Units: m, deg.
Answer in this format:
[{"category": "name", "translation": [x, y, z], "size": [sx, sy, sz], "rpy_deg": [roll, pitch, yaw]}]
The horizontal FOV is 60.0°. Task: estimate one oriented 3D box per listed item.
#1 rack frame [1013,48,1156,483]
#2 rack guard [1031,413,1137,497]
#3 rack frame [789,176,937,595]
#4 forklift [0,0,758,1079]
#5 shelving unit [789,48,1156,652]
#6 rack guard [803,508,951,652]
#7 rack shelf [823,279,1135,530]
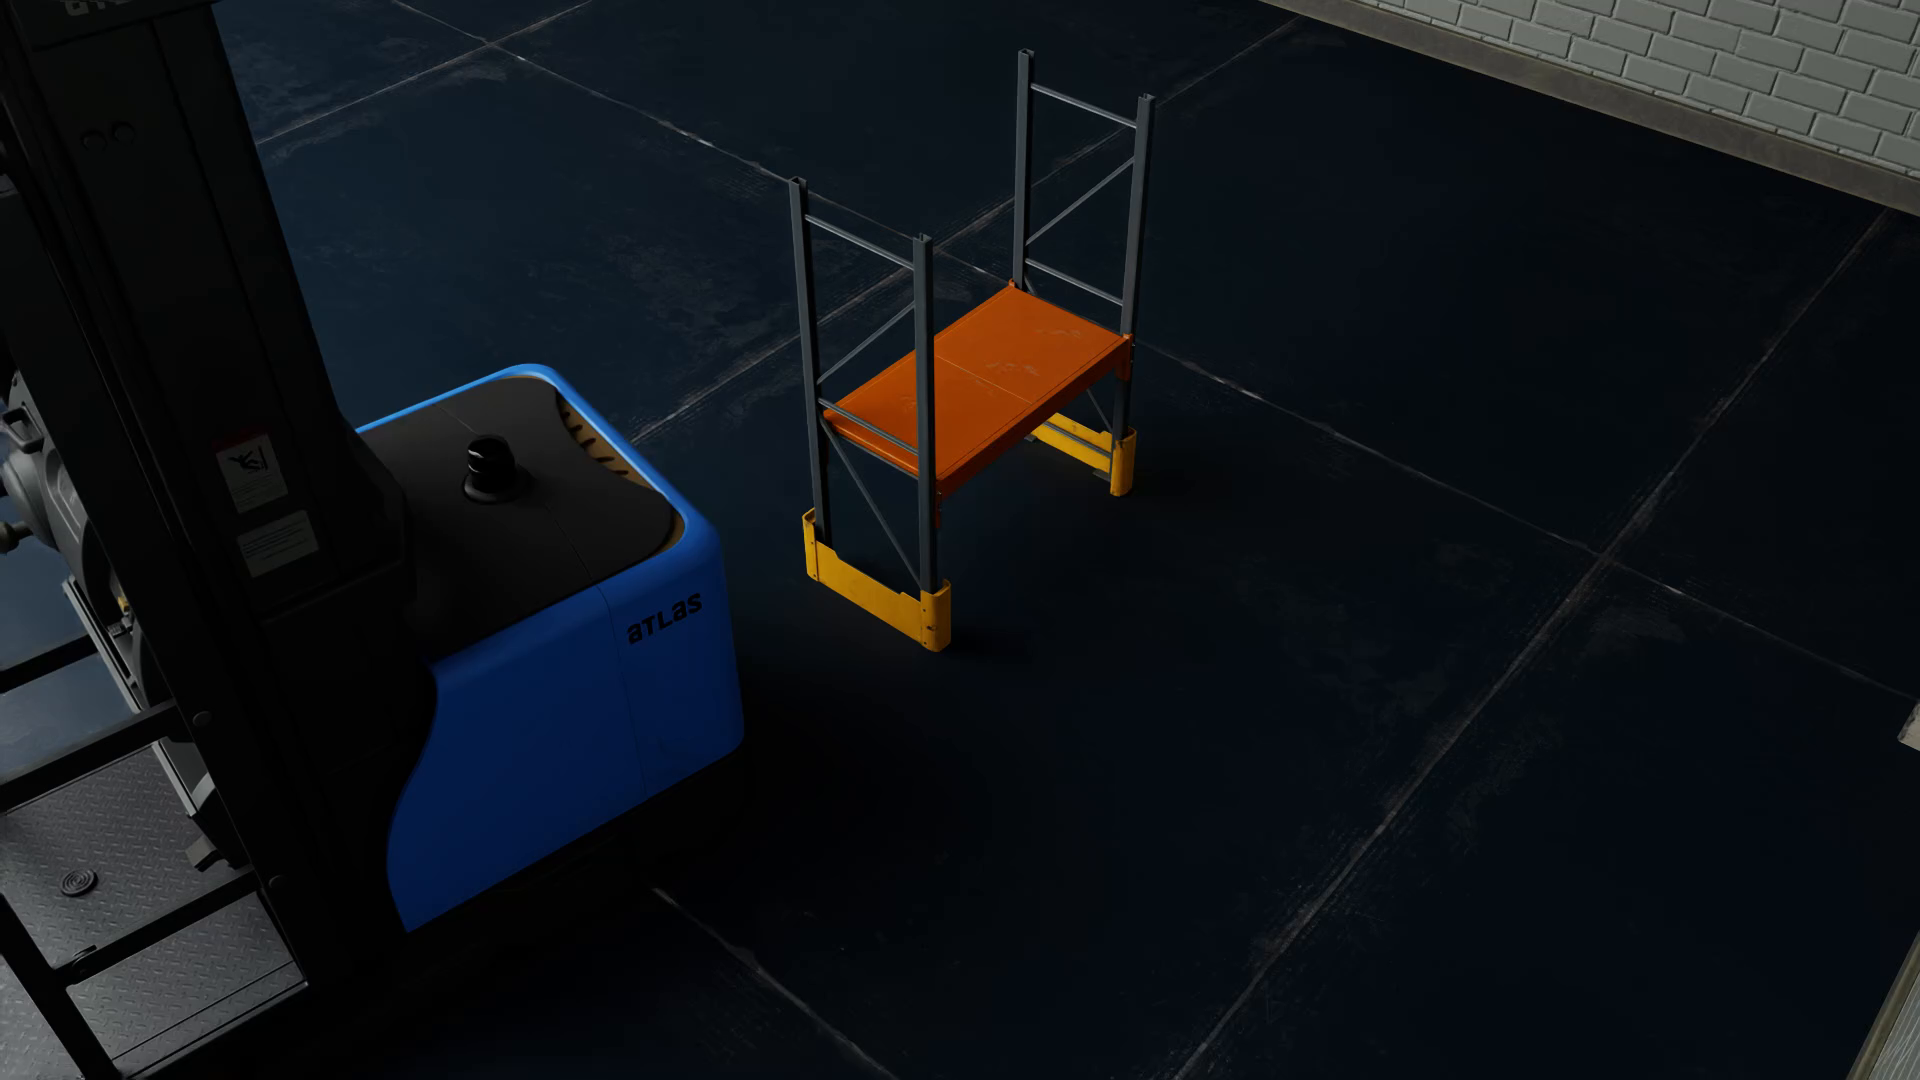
[{"category": "rack frame", "translation": [0.382, -0.861, 5.553], "size": [0.500, 1.500, 0.032], "rpy_deg": [29, 50, 28]}, {"category": "rack guard", "translation": [0.370, -0.388, 5.962], "size": [0.587, 0.250, 0.087], "rpy_deg": [29, 50, 28]}, {"category": "rack frame", "translation": [-0.272, -0.337, 4.977], "size": [0.500, 1.500, 0.032], "rpy_deg": [29, 50, 28]}, {"category": "forklift", "translation": [-2.059, 0.052, 3.485], "size": [3.031, 2.935, 1.130], "rpy_deg": [-28, 49, -27]}, {"category": "shelving unit", "translation": [0.049, -0.594, 5.260], "size": [0.587, 1.500, 1.083], "rpy_deg": [29, 50, 28]}, {"category": "rack guard", "translation": [-0.271, 0.125, 5.398], "size": [0.587, 0.250, 0.087], "rpy_deg": [29, 50, 28]}, {"category": "rack shelf", "translation": [0.055, -0.466, 5.386], "size": [0.538, 0.185, 1.000], "rpy_deg": [29, 50, 28]}]
